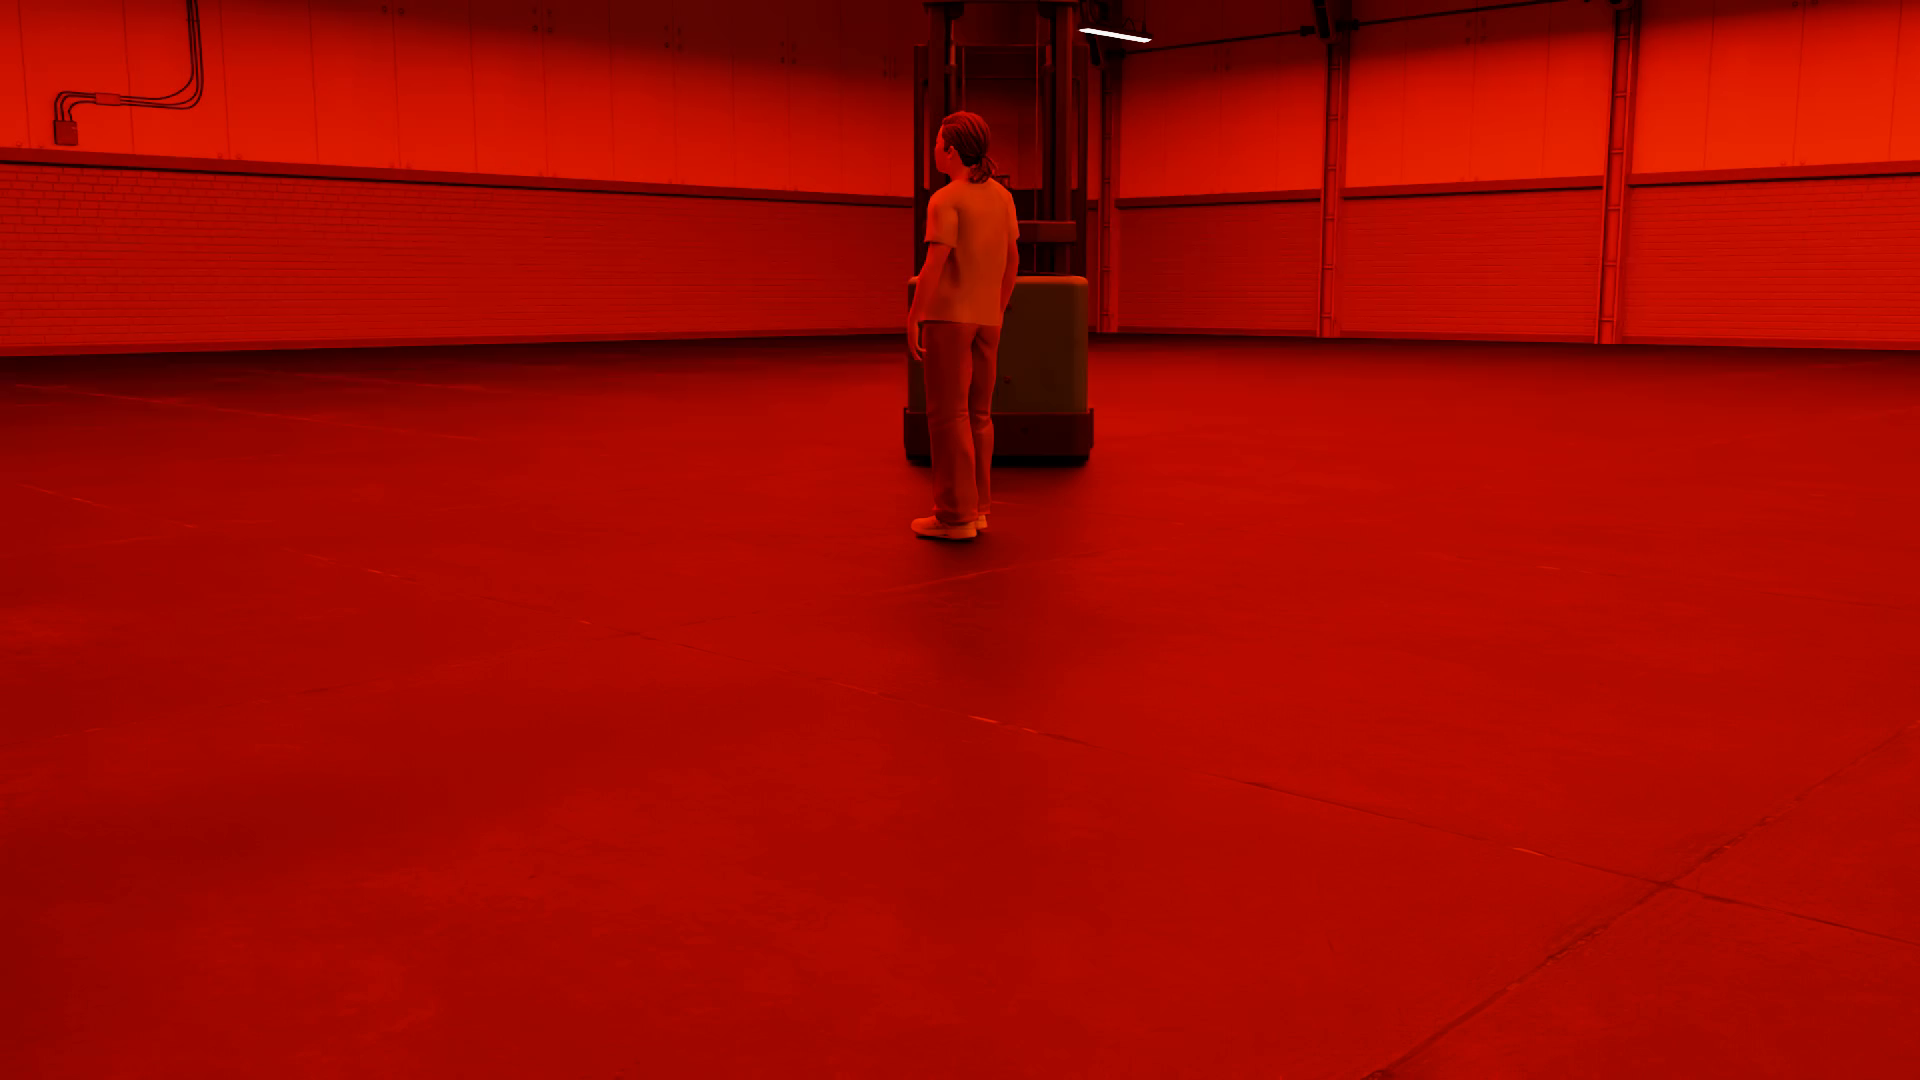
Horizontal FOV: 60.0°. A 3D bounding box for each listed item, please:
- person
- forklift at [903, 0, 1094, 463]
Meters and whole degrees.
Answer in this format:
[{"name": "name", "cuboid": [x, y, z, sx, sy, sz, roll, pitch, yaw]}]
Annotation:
[{"name": "person", "cuboid": [-0.045, -0.845, 6.650, 0.549, 1.675, 0.553, 8, 12, 43]}, {"name": "forklift", "cuboid": [0.263, -2.080, 10.685, 1.130, 2.935, 3.031, 0, 9, 2]}]
